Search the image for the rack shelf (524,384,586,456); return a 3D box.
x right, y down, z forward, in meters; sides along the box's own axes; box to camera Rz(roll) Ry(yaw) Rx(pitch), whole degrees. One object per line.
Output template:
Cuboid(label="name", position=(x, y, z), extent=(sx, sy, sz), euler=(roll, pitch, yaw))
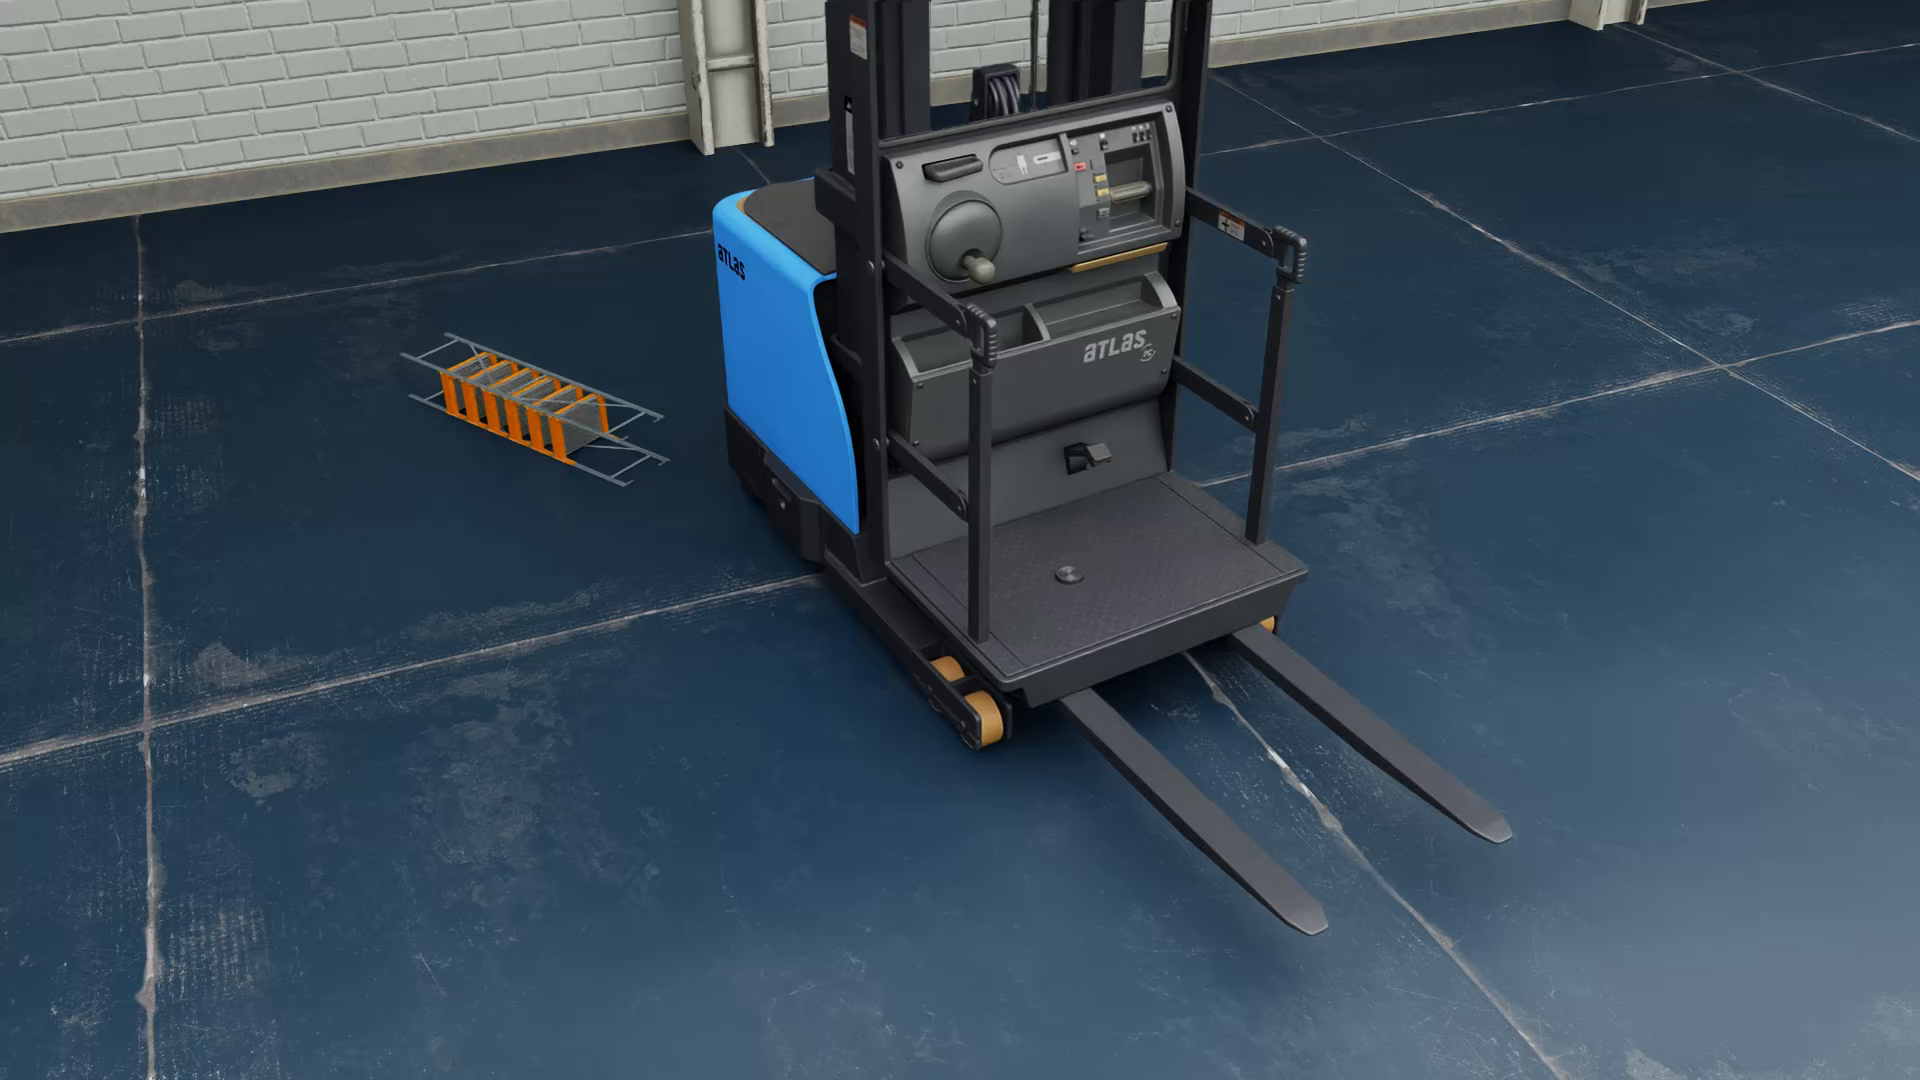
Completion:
Cuboid(label="rack shelf", position=(-1.507, -0.460, 6.280), extent=(0.103, 0.180, 0.258), euler=(21, 39, 29))

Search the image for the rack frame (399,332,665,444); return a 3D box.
Cuboid(label="rack frame", position=(-1.641, -0.589, 6.310), extent=(1.200, 0.006, 0.240), euler=(21, 39, 29))

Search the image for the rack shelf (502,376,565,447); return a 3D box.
Cuboid(label="rack shelf", position=(-1.605, -0.498, 6.338), extent=(0.103, 0.180, 0.258), euler=(21, 39, 29))

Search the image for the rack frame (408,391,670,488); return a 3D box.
Cuboid(label="rack frame", position=(-1.641, -0.436, 6.410), extent=(1.200, 0.006, 0.240), euler=(21, 39, 29))

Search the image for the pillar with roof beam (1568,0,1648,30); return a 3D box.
Cuboid(label="pillar with roof beam", position=(5.949, -5.058, 5.272), extent=(0.400, 9.000, 9.100), euler=(-13, 35, -19))

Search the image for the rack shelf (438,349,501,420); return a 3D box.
Cuboid(label="rack shelf", position=(-1.898, -0.612, 6.514), extent=(0.103, 0.180, 0.258), euler=(21, 39, 29))

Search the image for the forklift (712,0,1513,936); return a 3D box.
Cuboid(label="forklift", position=(0.341, -0.914, 4.467), extent=(1.130, 2.935, 3.031), euler=(-18, 37, -25))

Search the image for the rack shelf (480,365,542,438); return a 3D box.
Cuboid(label="rack shelf", position=(-1.702, -0.536, 6.397), extent=(0.103, 0.180, 0.258), euler=(21, 39, 29))

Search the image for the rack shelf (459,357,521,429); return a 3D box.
Cuboid(label="rack shelf", position=(-1.800, -0.574, 6.455), extent=(0.103, 0.180, 0.258), euler=(21, 39, 29))

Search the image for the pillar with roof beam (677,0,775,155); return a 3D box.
Cuboid(label="pillar with roof beam", position=(0.417, -3.791, 3.325), extent=(0.400, 9.000, 9.100), euler=(-13, 35, -19))

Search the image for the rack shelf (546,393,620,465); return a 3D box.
Cuboid(label="rack shelf", position=(-1.409, -0.423, 6.222), extent=(0.103, 0.180, 0.258), euler=(21, 39, 29))

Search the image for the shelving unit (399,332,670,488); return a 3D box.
Cuboid(label="shelving unit", position=(-1.641, -0.512, 6.360), extent=(1.200, 0.189, 0.258), euler=(21, 39, 29))
